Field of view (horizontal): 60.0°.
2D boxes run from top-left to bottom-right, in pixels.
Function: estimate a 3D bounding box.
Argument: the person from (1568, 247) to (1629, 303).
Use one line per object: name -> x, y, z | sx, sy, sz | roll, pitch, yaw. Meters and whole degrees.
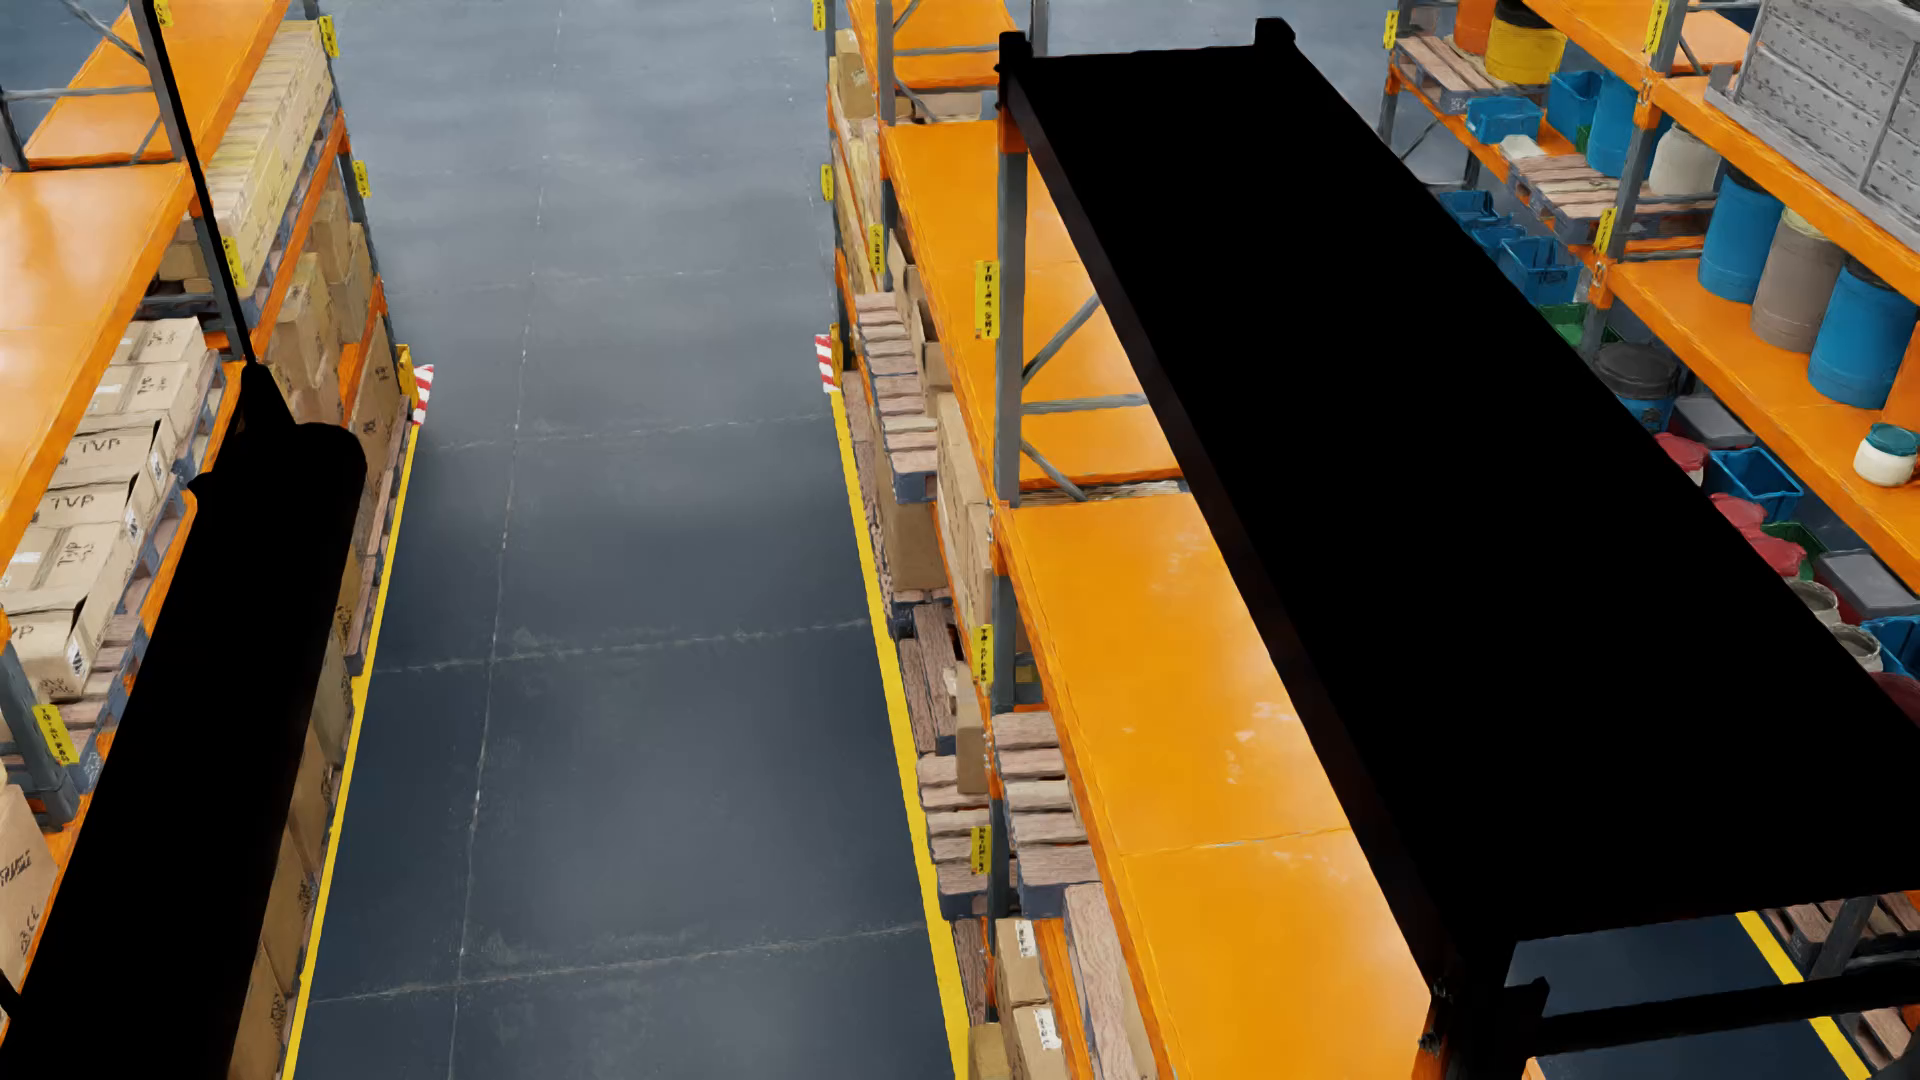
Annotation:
person -> 6.126, -2.860, 15.906 | 0.570, 1.722, 0.955 | 7, 37, 9
